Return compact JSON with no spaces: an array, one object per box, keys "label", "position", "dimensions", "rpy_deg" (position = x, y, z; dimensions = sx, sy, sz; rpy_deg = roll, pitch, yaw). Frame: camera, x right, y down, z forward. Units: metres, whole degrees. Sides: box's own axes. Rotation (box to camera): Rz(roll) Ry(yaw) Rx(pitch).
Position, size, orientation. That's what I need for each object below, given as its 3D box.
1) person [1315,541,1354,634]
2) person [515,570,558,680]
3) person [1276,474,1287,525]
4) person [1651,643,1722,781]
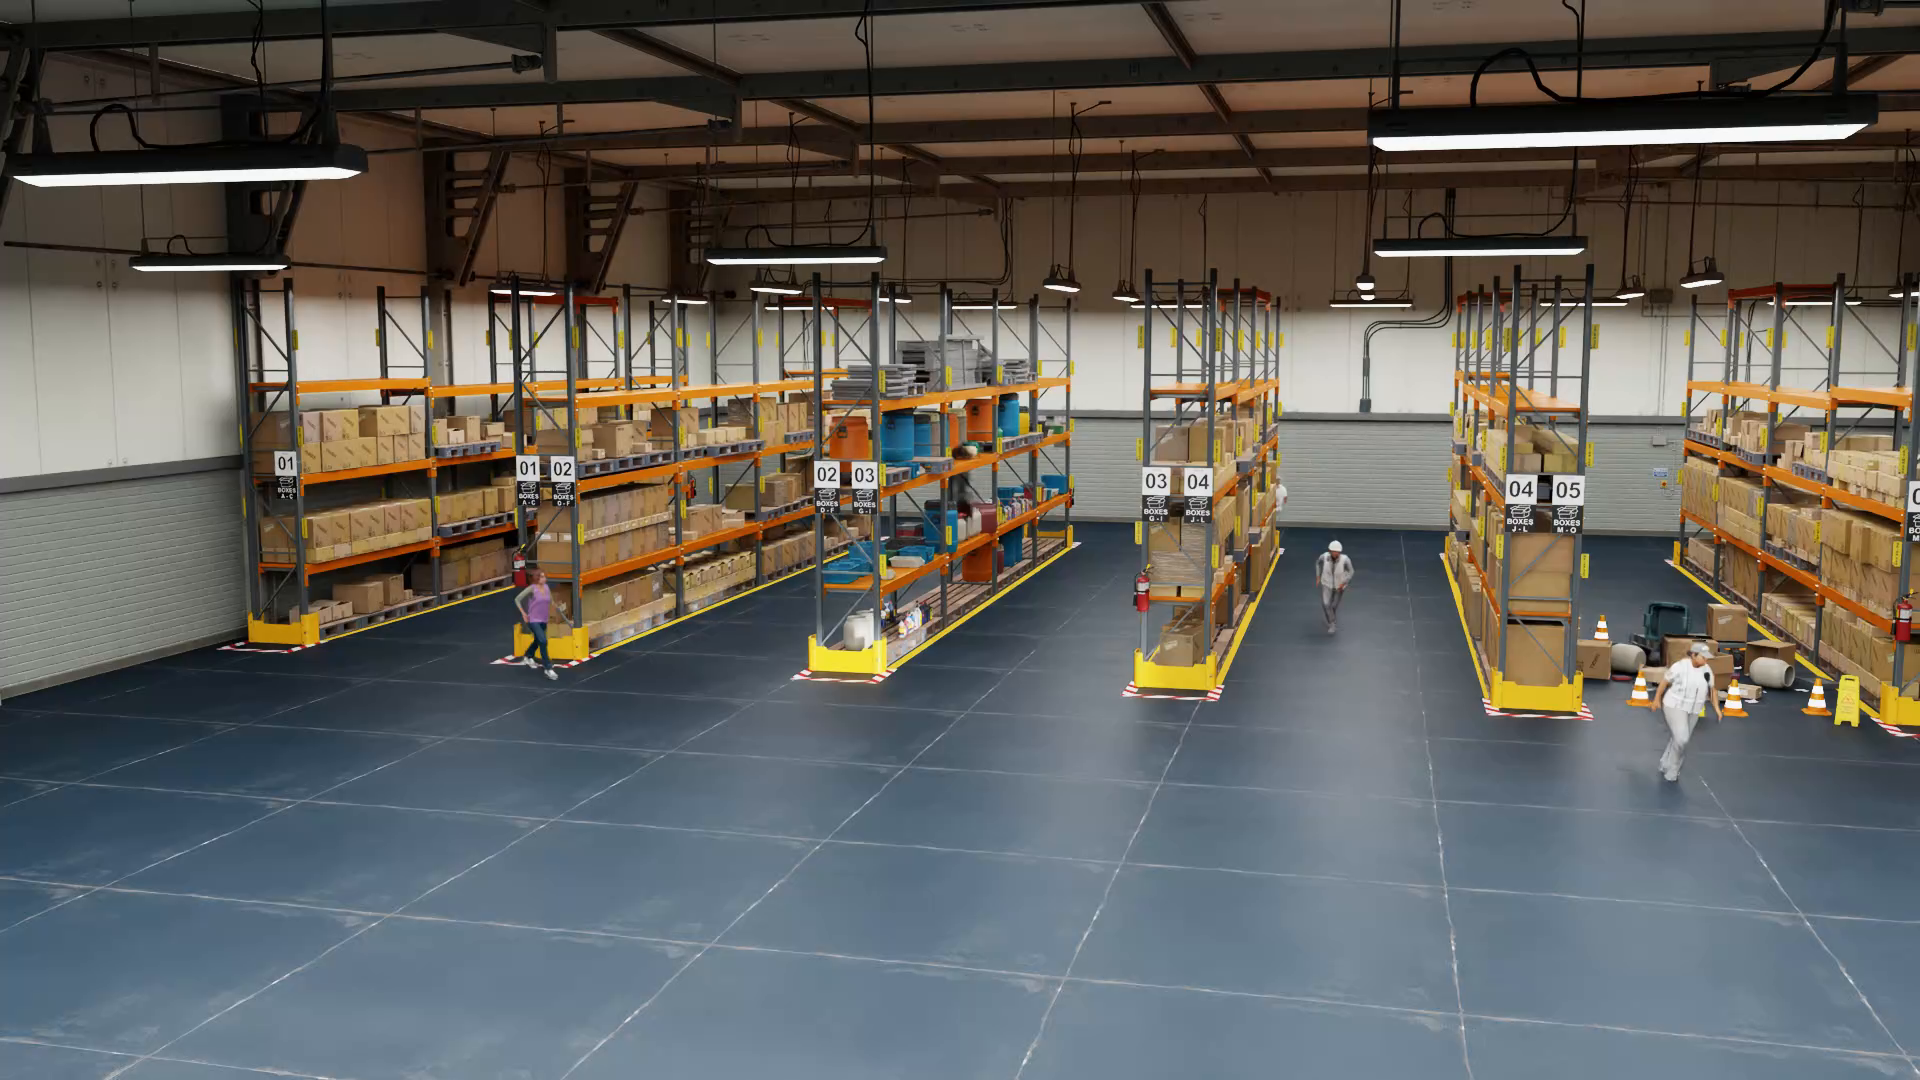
[{"label":"person","position":[6.464,0.772,28.709],"dimensions":[0.637,1.614,1.126],"rpy_deg":[1,7,11]},{"label":"person","position":[-6.333,1.240,24.803],"dimensions":[0.852,1.621,0.583],"rpy_deg":[5,8,35]},{"label":"person","position":[7.689,-0.741,40.694],"dimensions":[0.712,1.763,0.637],"rpy_deg":[-2,7,-19]},{"label":"person","position":[8.276,1.933,18.940],"dimensions":[0.568,1.607,0.733],"rpy_deg":[-2,7,-13]}]
